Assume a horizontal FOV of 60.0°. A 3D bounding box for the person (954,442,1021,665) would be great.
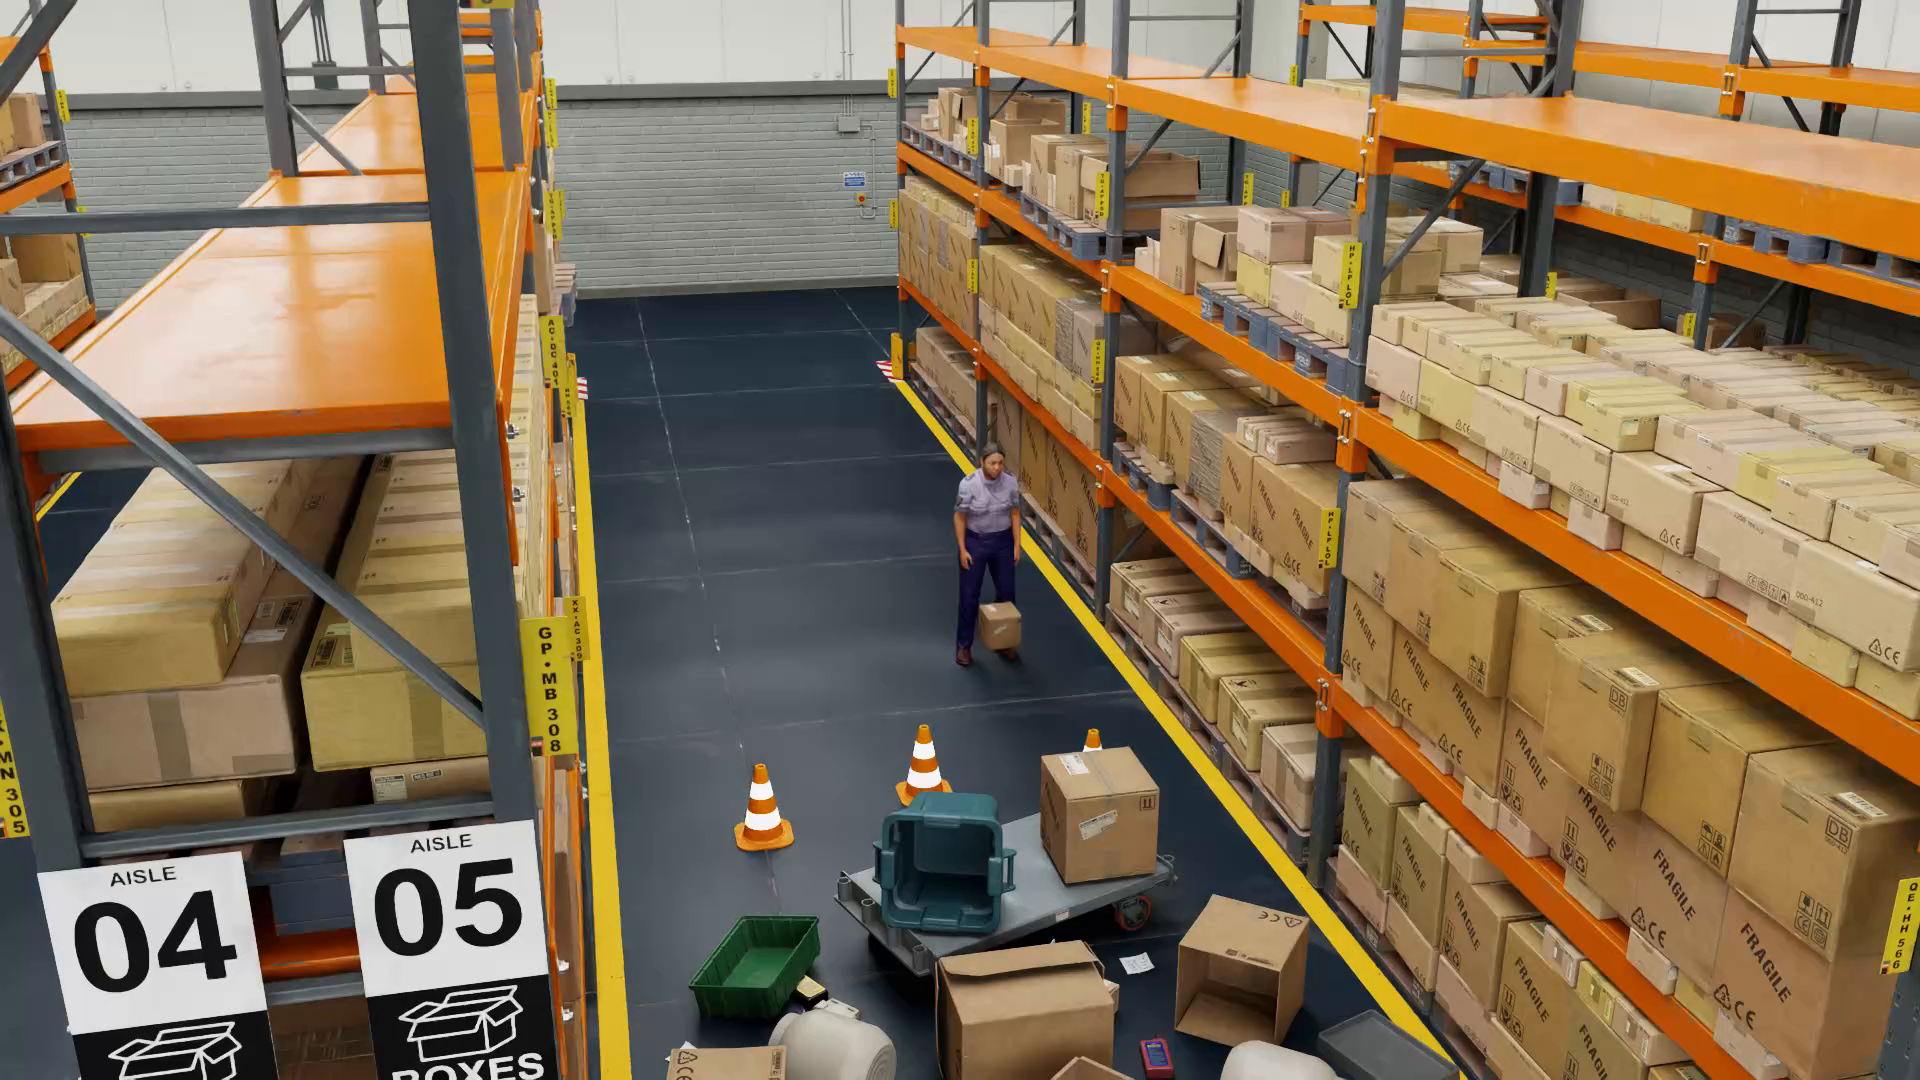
[{"bbox_3d":[0.198,0.073,12.156,0.532,1.650,0.368,-6,21,-16],"label":"person"}]
